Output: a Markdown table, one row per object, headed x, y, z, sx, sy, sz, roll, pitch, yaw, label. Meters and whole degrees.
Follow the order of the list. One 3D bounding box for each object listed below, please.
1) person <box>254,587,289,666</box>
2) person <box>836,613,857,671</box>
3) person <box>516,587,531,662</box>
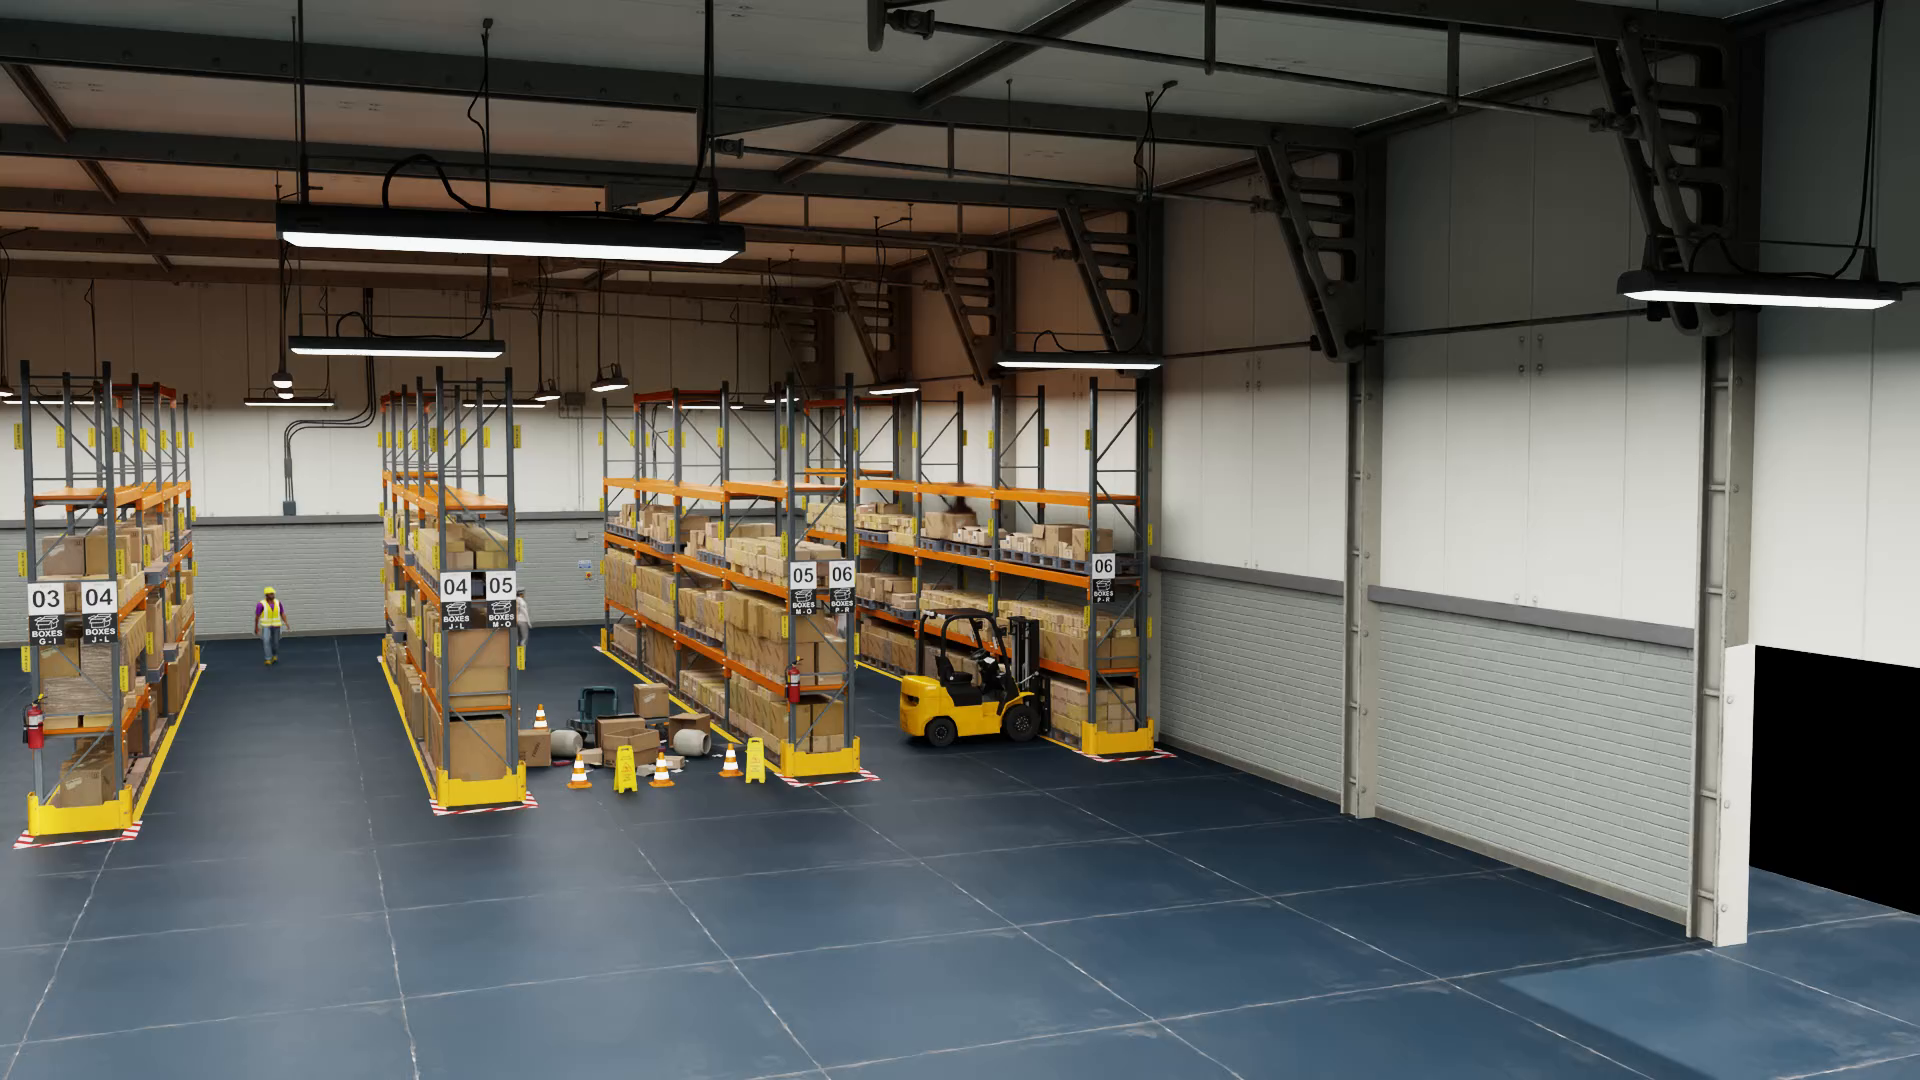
| x | y | z | sx | sy | sz | roll | pitch | yaw | label |
| --- | --- | --- | --- | --- | --- | --- | --- | --- | --- |
| -15.299 | 1.911 | 36.964 | 0.719 | 1.717 | 1.058 | -2 | 4 | -25 | person |
| -2.395 | 1.873 | 34.406 | 0.347 | 1.678 | 0.537 | -3 | 5 | -40 | person |
| -9.928 | 1.906 | 37.500 | 0.494 | 1.670 | 0.385 | 3 | 5 | 43 | person |
